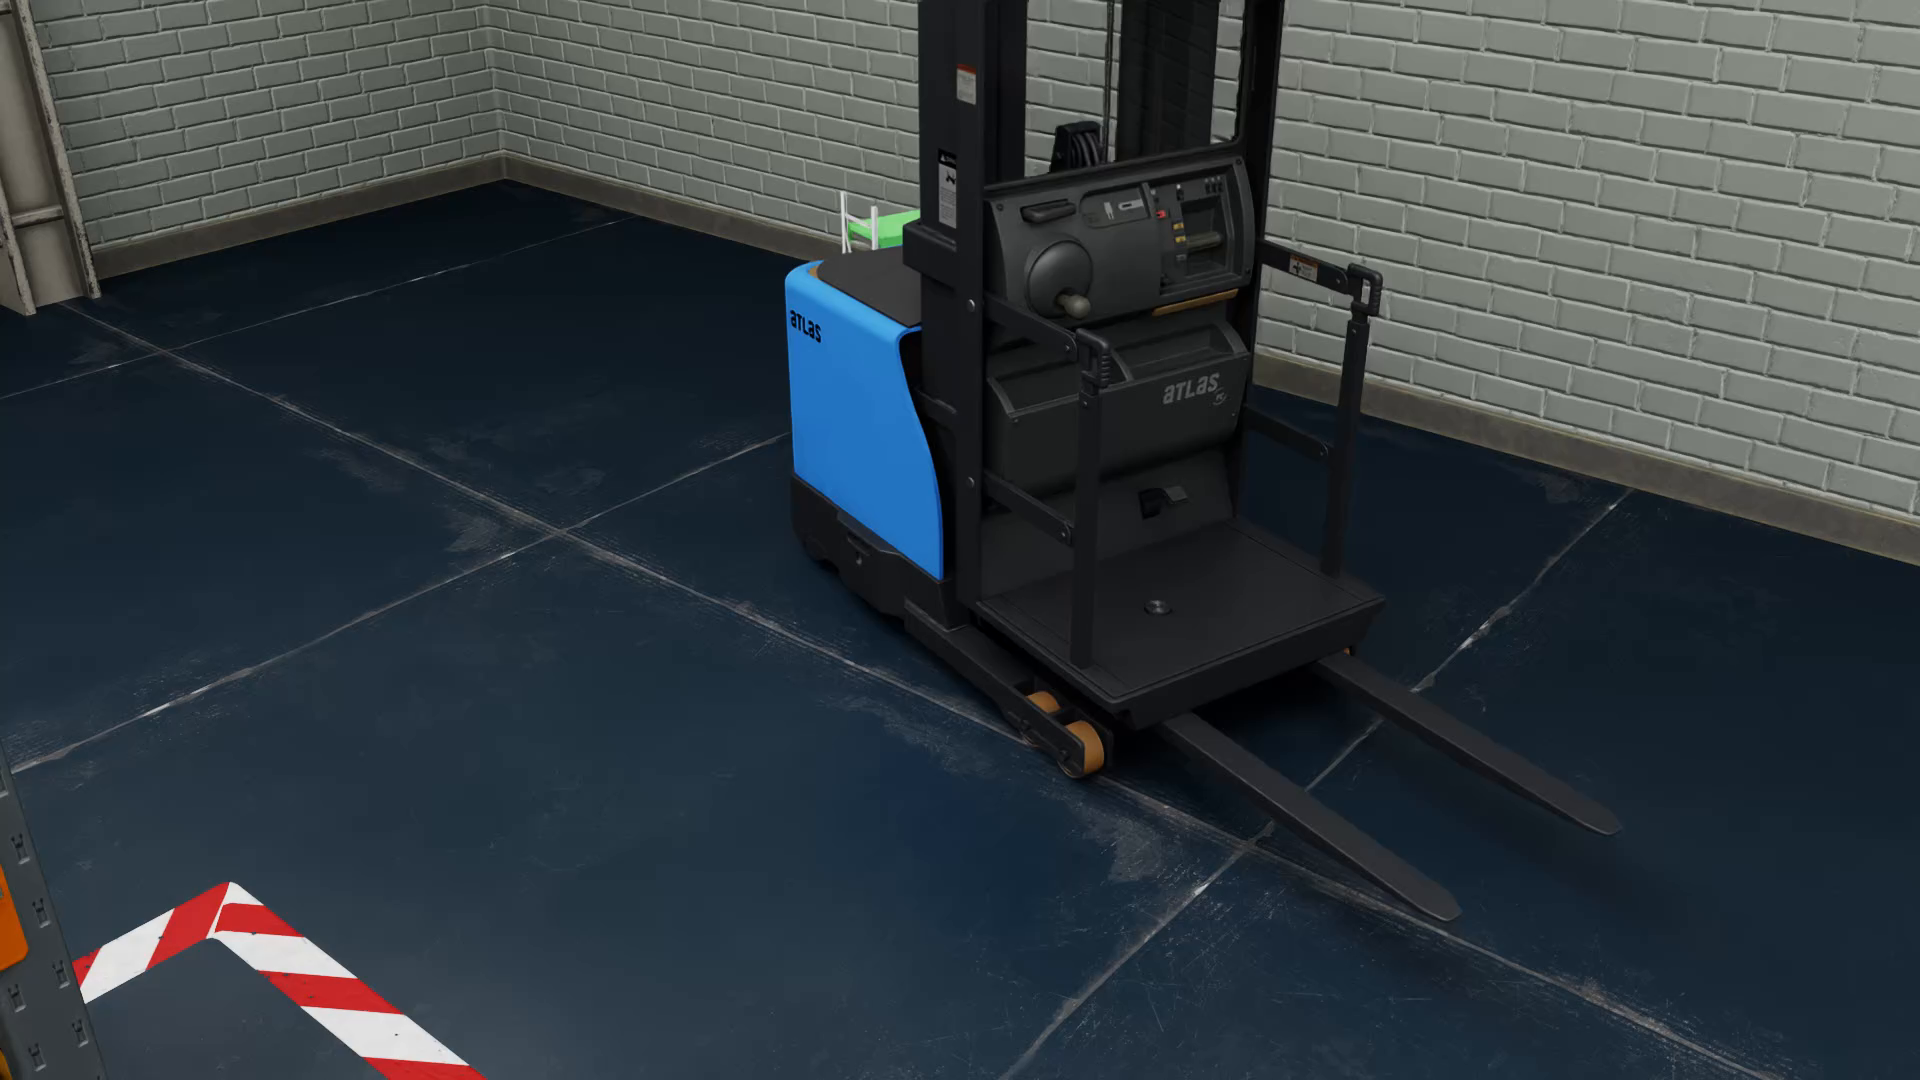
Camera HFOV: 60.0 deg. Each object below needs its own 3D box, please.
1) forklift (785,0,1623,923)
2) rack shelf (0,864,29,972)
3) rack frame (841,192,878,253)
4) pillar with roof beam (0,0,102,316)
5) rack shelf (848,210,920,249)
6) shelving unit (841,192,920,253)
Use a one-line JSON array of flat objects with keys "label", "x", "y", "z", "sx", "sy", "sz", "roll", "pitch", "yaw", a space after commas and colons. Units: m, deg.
[{"label": "forklift", "x": 0.610, "y": -0.851, "z": 4.705, "sx": 1.130, "sy": 2.935, "sz": 3.031, "roll": -17, "pitch": 32, "yaw": -29}, {"label": "rack shelf", "x": -3.239, "y": 1.098, "z": 1.646, "sx": 1.077, "sy": 0.370, "sz": 4.000, "roll": 21, "pitch": 34, "yaw": 34}, {"label": "rack frame", "x": -0.366, "y": -0.701, "z": 6.300, "sx": 0.015, "sy": 1.200, "sz": 0.240, "roll": -17, "pitch": 32, "yaw": -29}, {"label": "pillar with roof beam", "x": -1.420, "y": -3.993, "z": 4.176, "sx": 9.100, "sy": 9.000, "sz": 0.400, "roll": 21, "pitch": 34, "yaw": 34}, {"label": "rack shelf", "x": -0.163, "y": -1.133, "z": 6.228, "sx": 0.480, "sy": 0.148, "sz": 0.258, "roll": -17, "pitch": 32, "yaw": -29}, {"label": "shelving unit", "x": -0.163, "y": -0.763, "z": 6.419, "sx": 0.503, "sy": 1.200, "sz": 0.258, "roll": -17, "pitch": 32, "yaw": -29}]
